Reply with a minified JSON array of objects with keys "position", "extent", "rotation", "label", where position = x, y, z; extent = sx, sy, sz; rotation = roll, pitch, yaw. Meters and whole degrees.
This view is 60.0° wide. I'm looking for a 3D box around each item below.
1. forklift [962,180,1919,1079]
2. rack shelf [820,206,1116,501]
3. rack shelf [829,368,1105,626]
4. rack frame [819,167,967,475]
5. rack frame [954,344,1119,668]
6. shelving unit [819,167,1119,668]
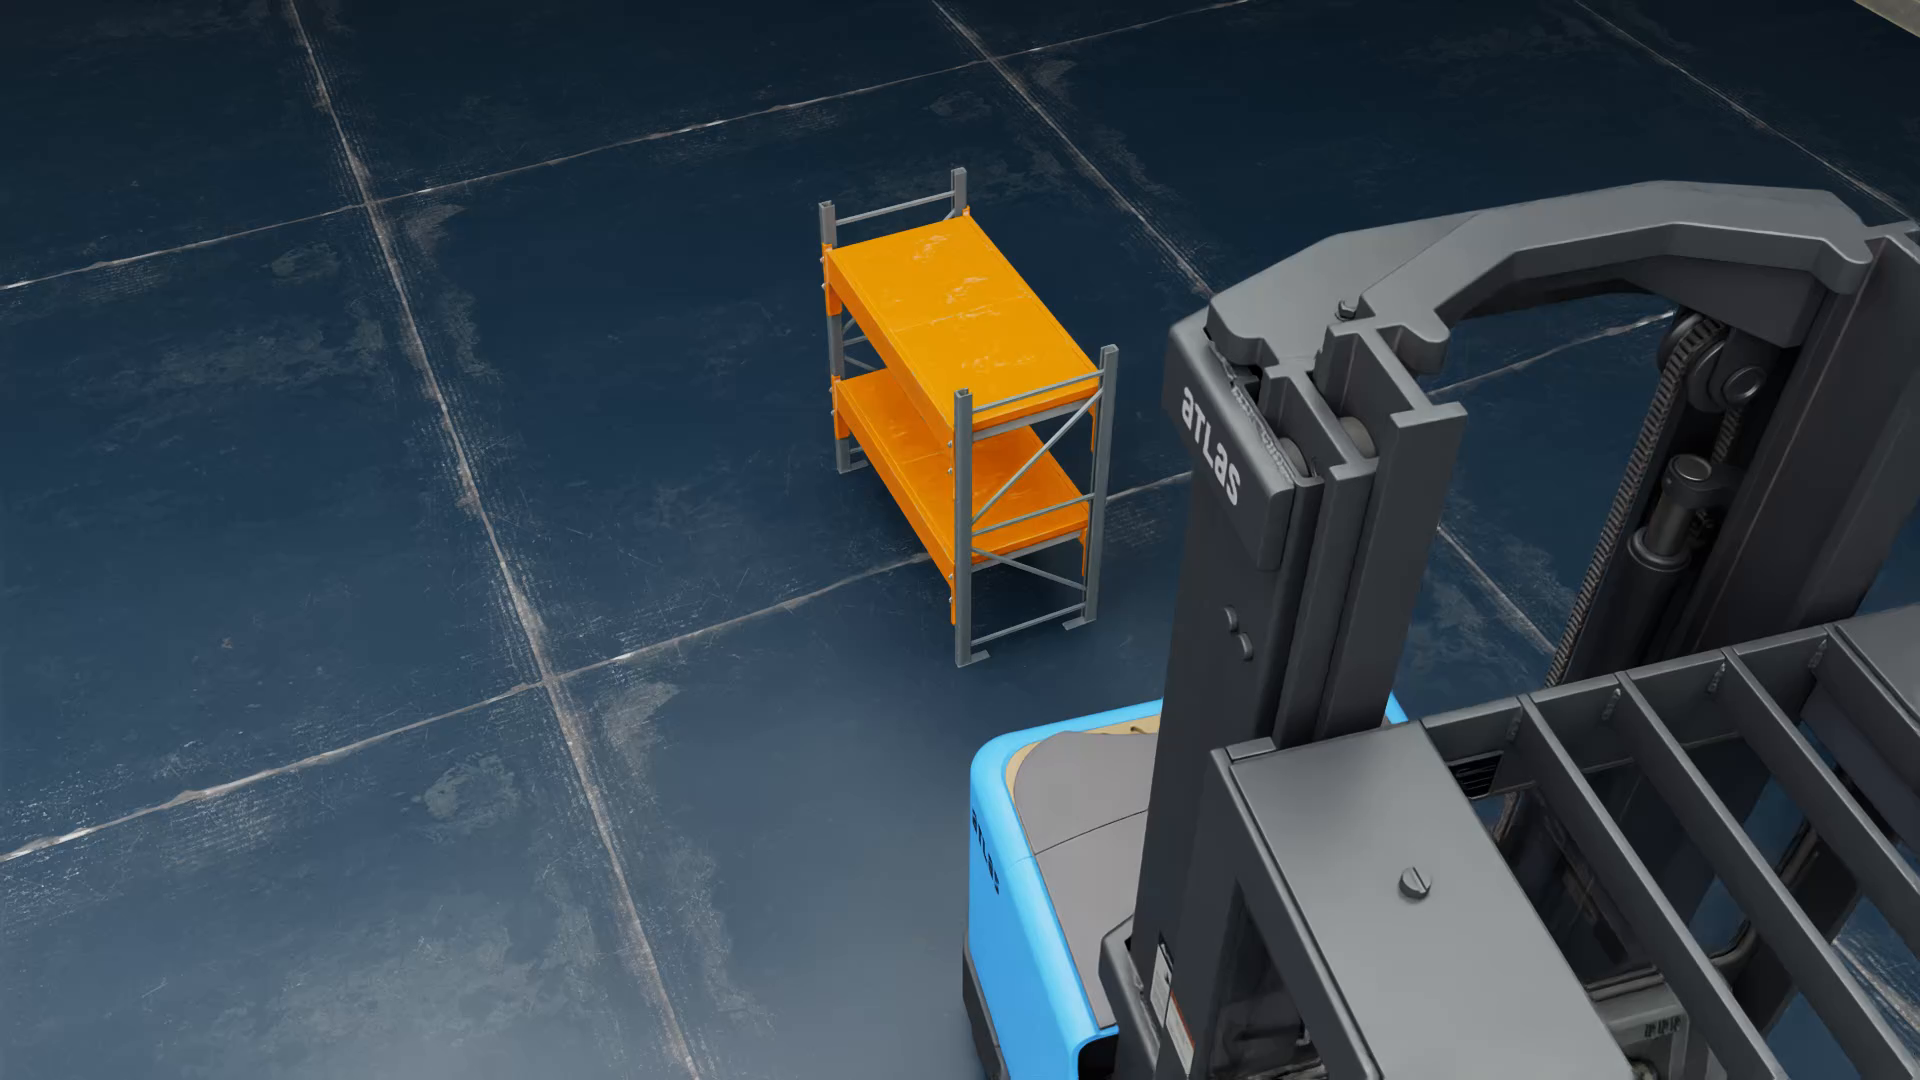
[{"position":[0.898,1.081,2.567],"extent":[1.130,2.935,3.031],"rotation":[-11,46,-11],"label":"forklift"},{"position":[0.003,-0.604,5.145],"extent":[0.538,0.278,1.000],"rotation":[-18,47,-17],"label":"rack shelf"},{"position":[0.003,-0.222,5.522],"extent":[0.538,0.278,1.000],"rotation":[-18,47,-17],"label":"rack shelf"},{"position":[-0.211,-0.720,5.679],"extent":[0.500,1.125,0.032],"rotation":[-18,47,-17],"label":"rack frame"},{"position":[0.217,-0.072,5.022],"extent":[0.500,1.125,0.032],"rotation":[-18,47,-17],"label":"rack frame"},{"position":[0.003,-0.396,5.351],"extent":[0.538,1.125,1.048],"rotation":[-18,47,-17],"label":"shelving unit"}]
